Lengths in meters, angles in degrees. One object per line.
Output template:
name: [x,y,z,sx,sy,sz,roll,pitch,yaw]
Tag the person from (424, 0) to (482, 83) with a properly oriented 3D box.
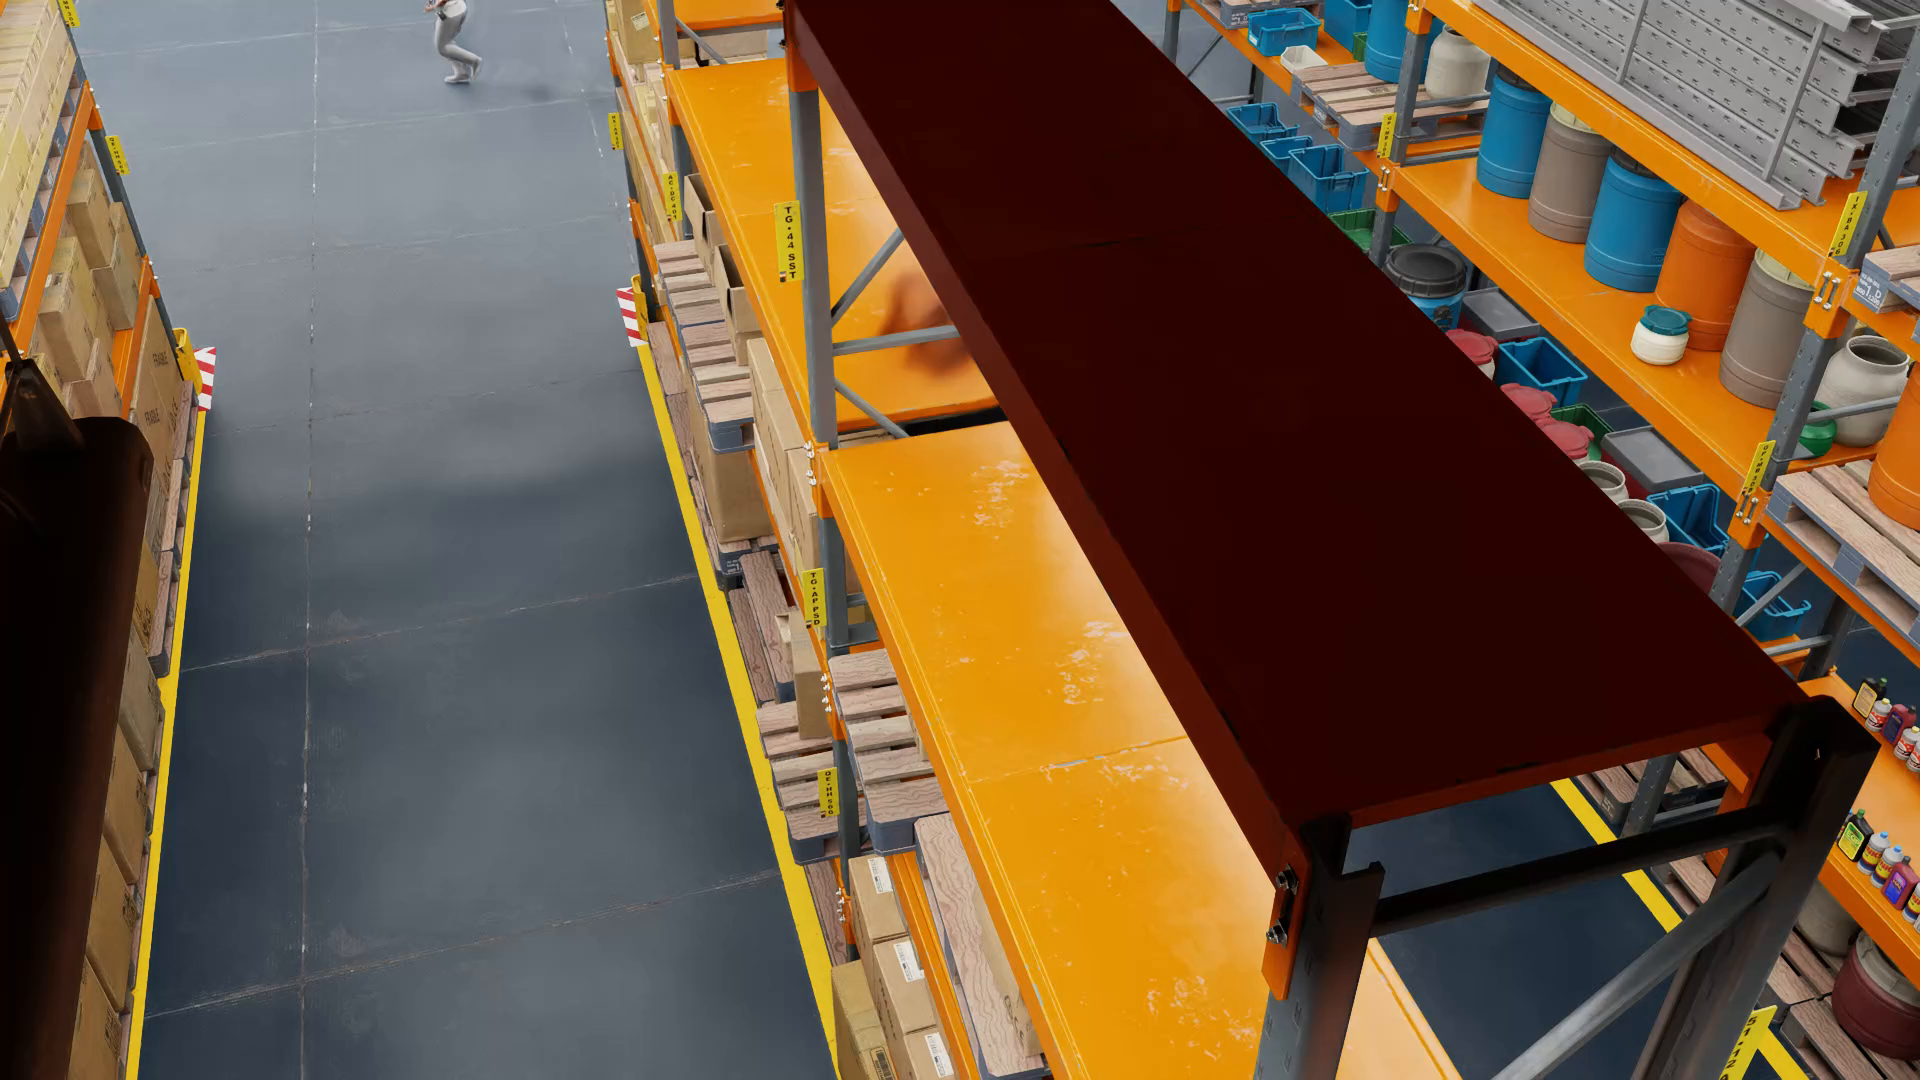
person: [-5.834,-6.071,19.155,0.581,1.655,0.562,7,39,8]
